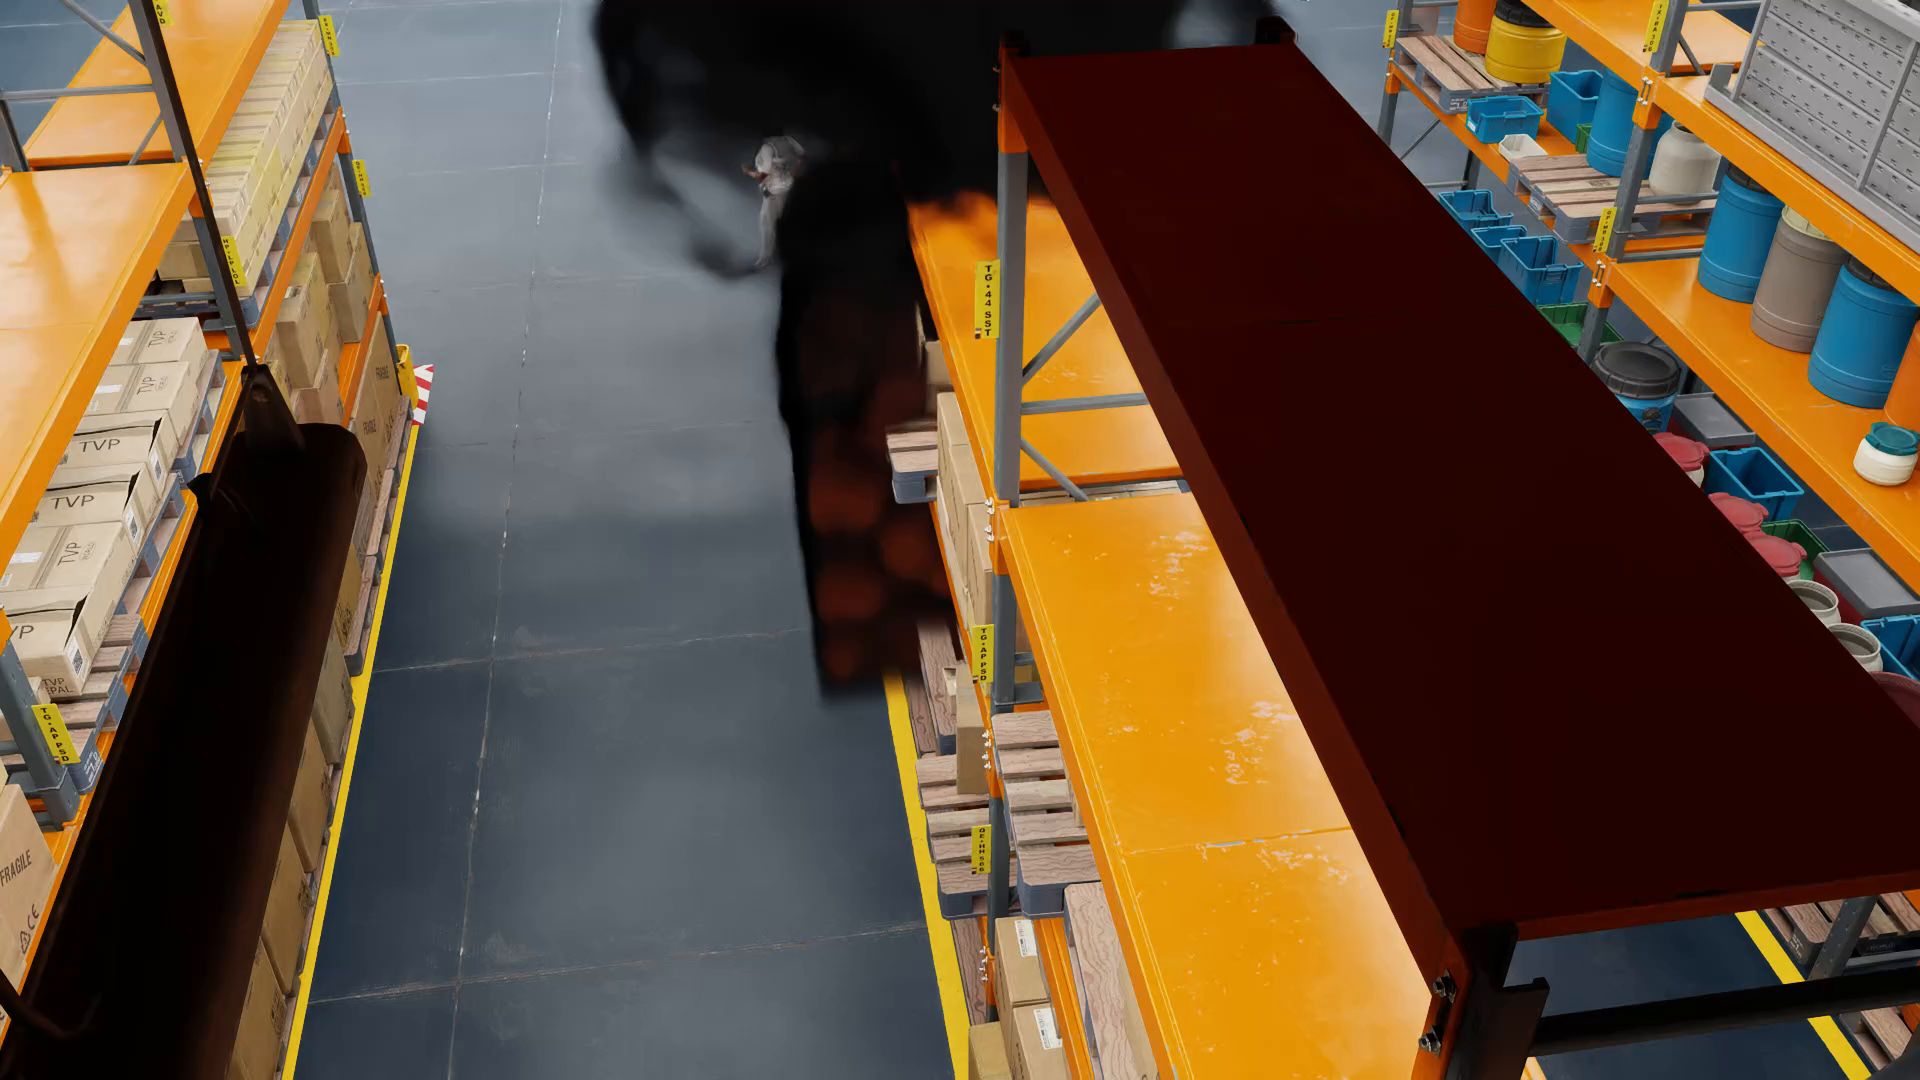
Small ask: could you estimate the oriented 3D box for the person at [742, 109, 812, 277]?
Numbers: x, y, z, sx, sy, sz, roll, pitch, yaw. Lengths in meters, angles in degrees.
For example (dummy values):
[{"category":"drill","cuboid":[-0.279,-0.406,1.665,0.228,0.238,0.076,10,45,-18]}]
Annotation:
[{"category":"person","cuboid":[-1.809,-3.435,16.572,0.737,1.748,0.581,13,38,17]}]
